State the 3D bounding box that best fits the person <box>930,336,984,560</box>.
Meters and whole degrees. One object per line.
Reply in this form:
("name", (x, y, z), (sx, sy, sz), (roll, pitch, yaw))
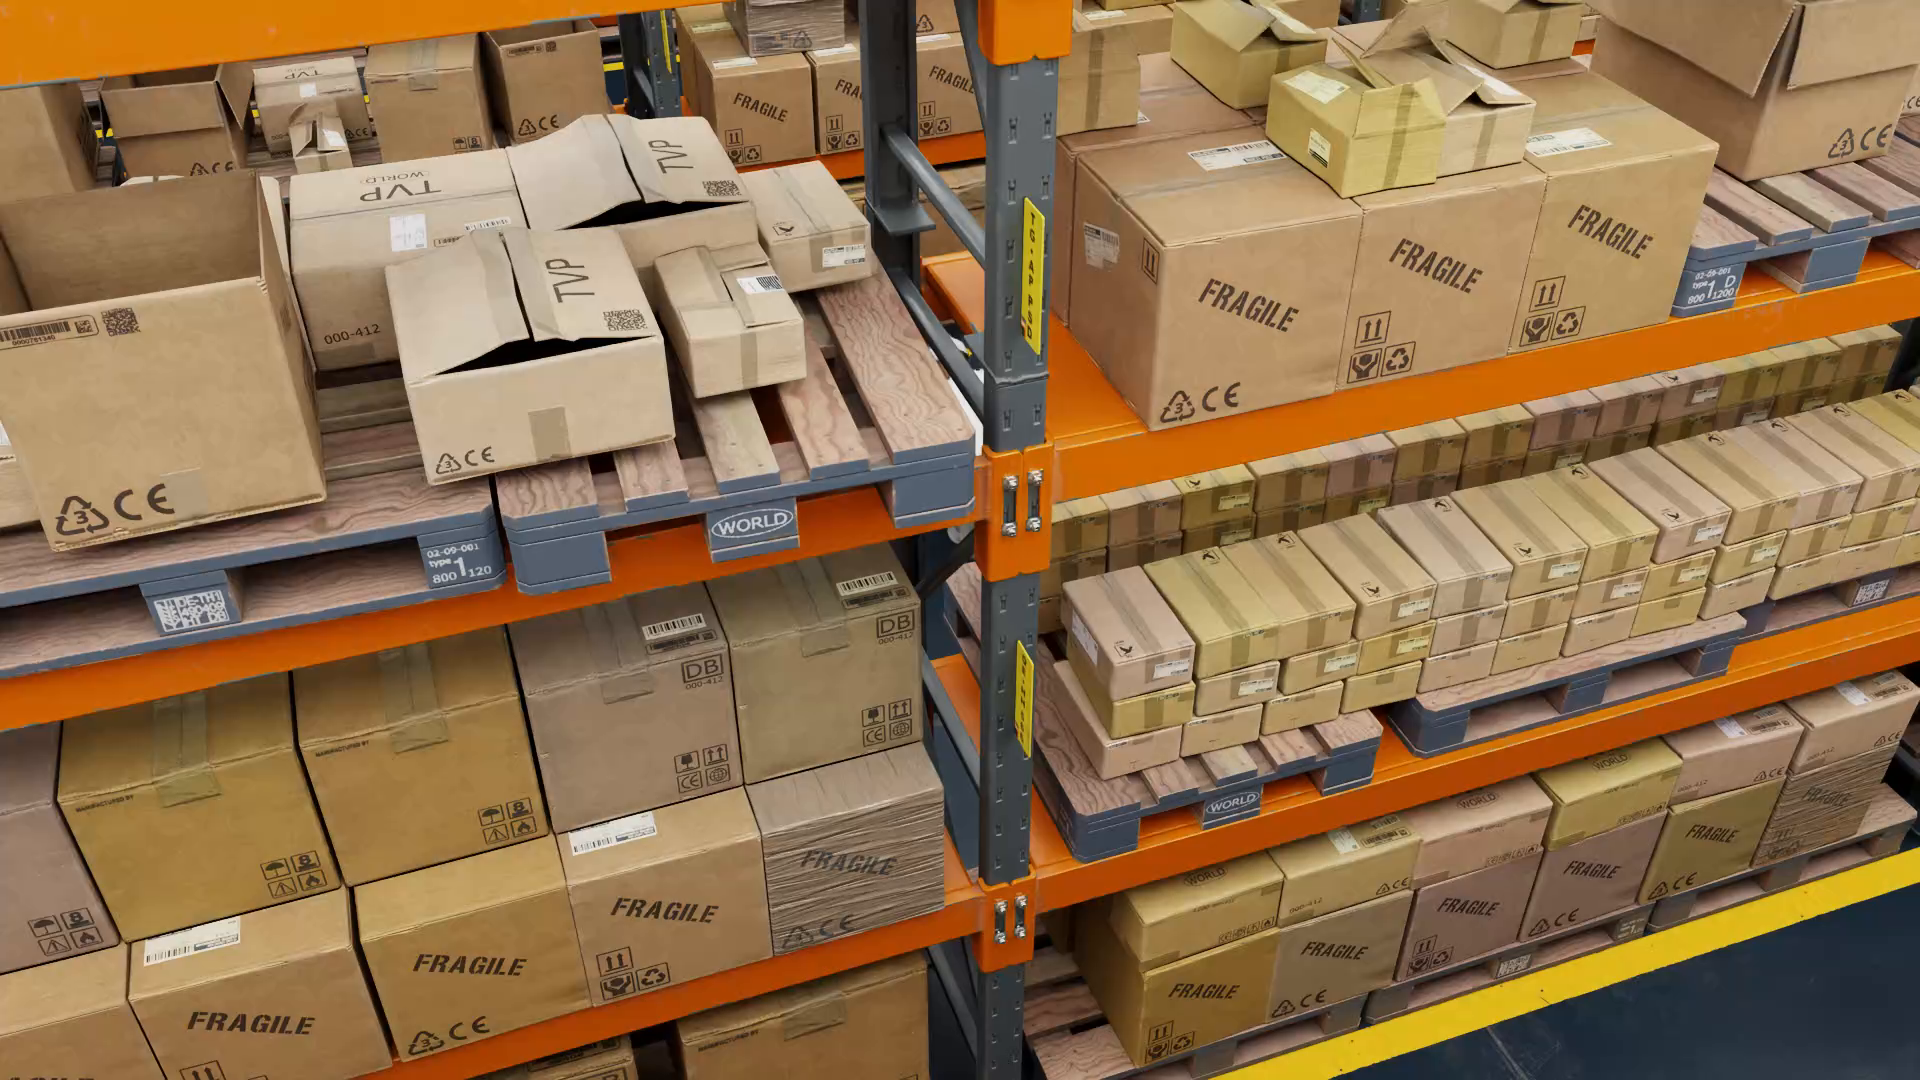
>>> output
("person", (0.083, -0.431, 8.049), (0.564, 0.893, 0.896), (-12, 39, -16))
